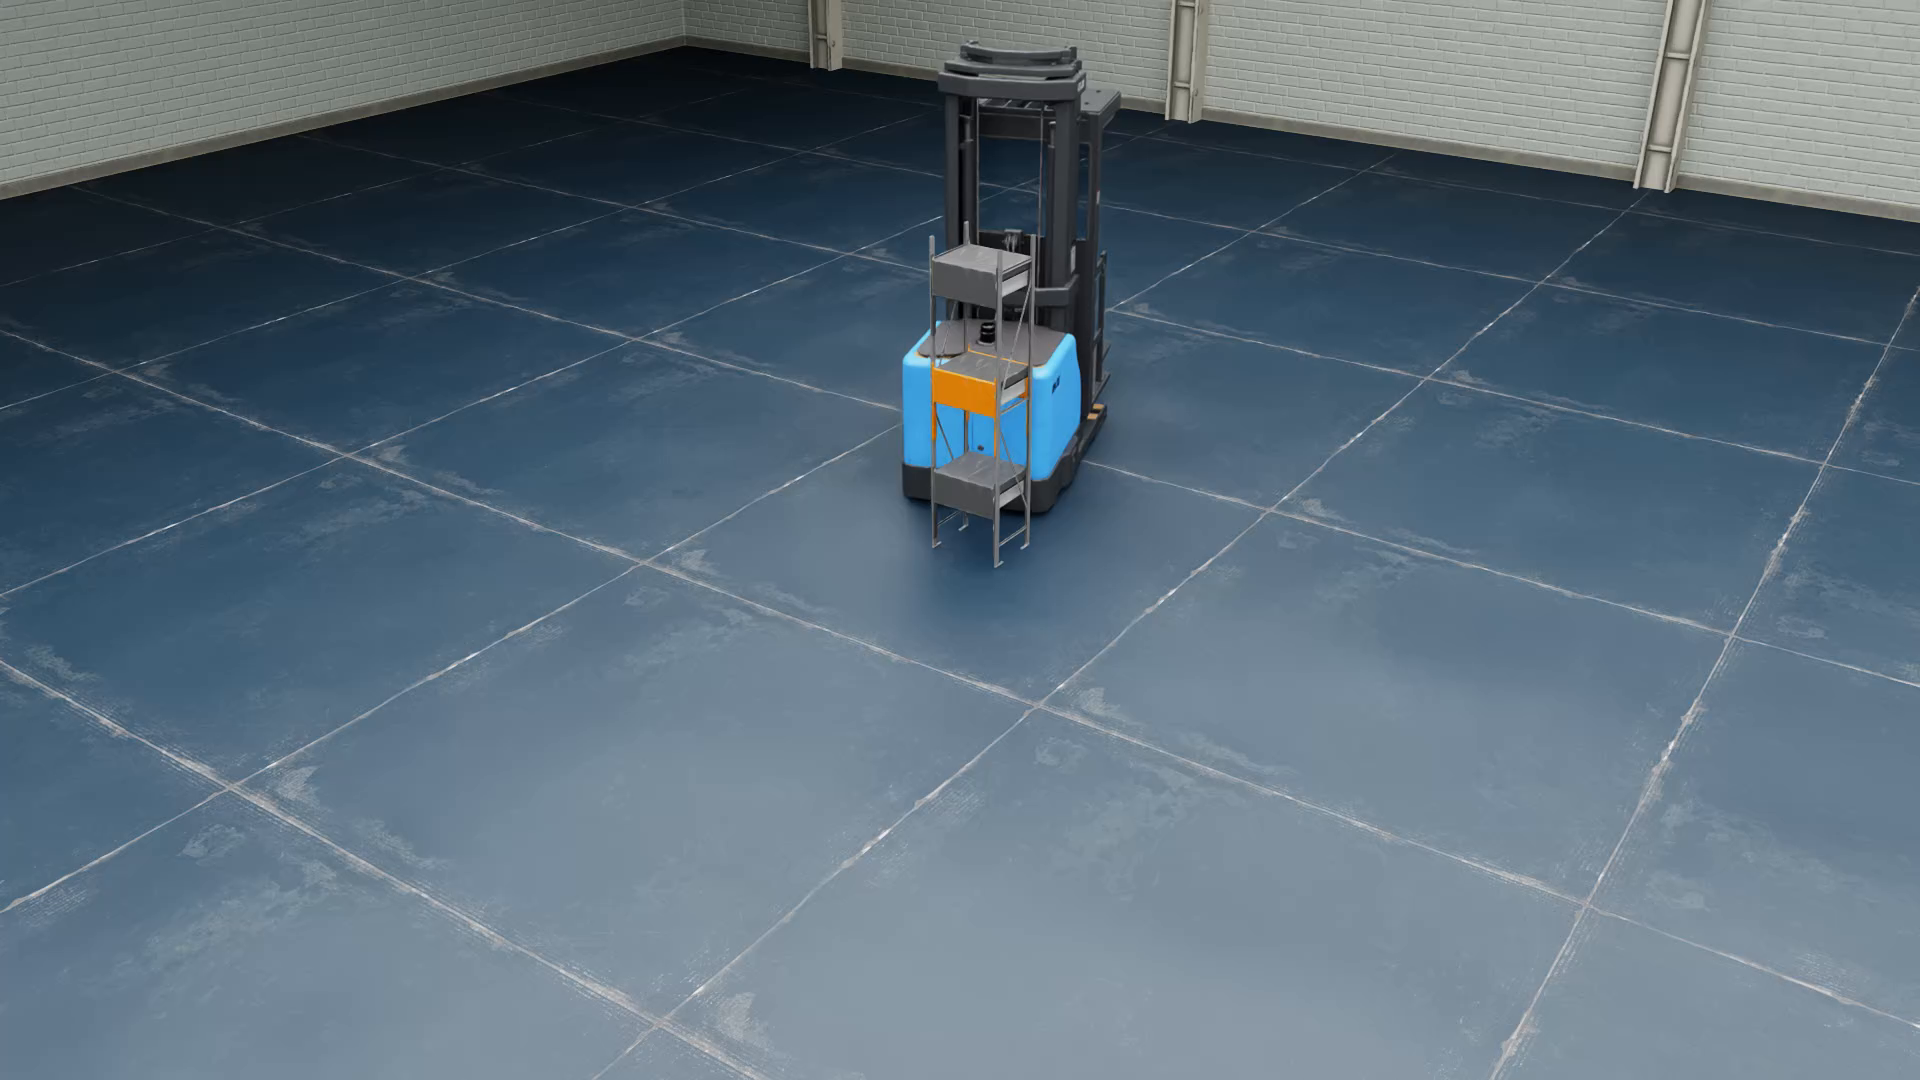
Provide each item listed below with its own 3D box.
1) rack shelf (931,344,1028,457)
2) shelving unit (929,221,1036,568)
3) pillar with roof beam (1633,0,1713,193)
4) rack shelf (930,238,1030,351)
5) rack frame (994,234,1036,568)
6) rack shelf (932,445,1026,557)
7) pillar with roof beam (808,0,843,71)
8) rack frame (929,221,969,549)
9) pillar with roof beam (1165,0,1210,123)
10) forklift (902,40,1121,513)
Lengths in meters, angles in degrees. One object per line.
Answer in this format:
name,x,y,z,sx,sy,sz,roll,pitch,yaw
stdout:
rack shelf,0.136,-0.881,10.470,0.480,0.518,0.431,17,32,30
shelving unit,0.136,-0.893,10.464,0.503,2.100,0.431,17,32,30
pillar with roof beam,5.454,-6.409,13.697,0.400,9.000,9.100,17,32,30
rack shelf,0.136,-1.505,10.153,0.480,0.518,0.431,17,32,30
rack frame,0.338,-0.831,10.341,0.015,2.100,0.400,17,32,30
rack shelf,0.136,-0.257,10.788,0.480,0.518,0.431,17,32,30
pillar with roof beam,-4.437,-9.491,19.752,0.400,9.000,9.100,17,32,30
rack frame,-0.065,-0.956,10.587,0.015,2.100,0.400,17,32,30
pillar with roof beam,0.508,-7.950,16.724,0.400,9.000,9.100,17,32,30
forklift,0.502,-2.140,11.998,1.130,2.935,3.031,7,28,14
